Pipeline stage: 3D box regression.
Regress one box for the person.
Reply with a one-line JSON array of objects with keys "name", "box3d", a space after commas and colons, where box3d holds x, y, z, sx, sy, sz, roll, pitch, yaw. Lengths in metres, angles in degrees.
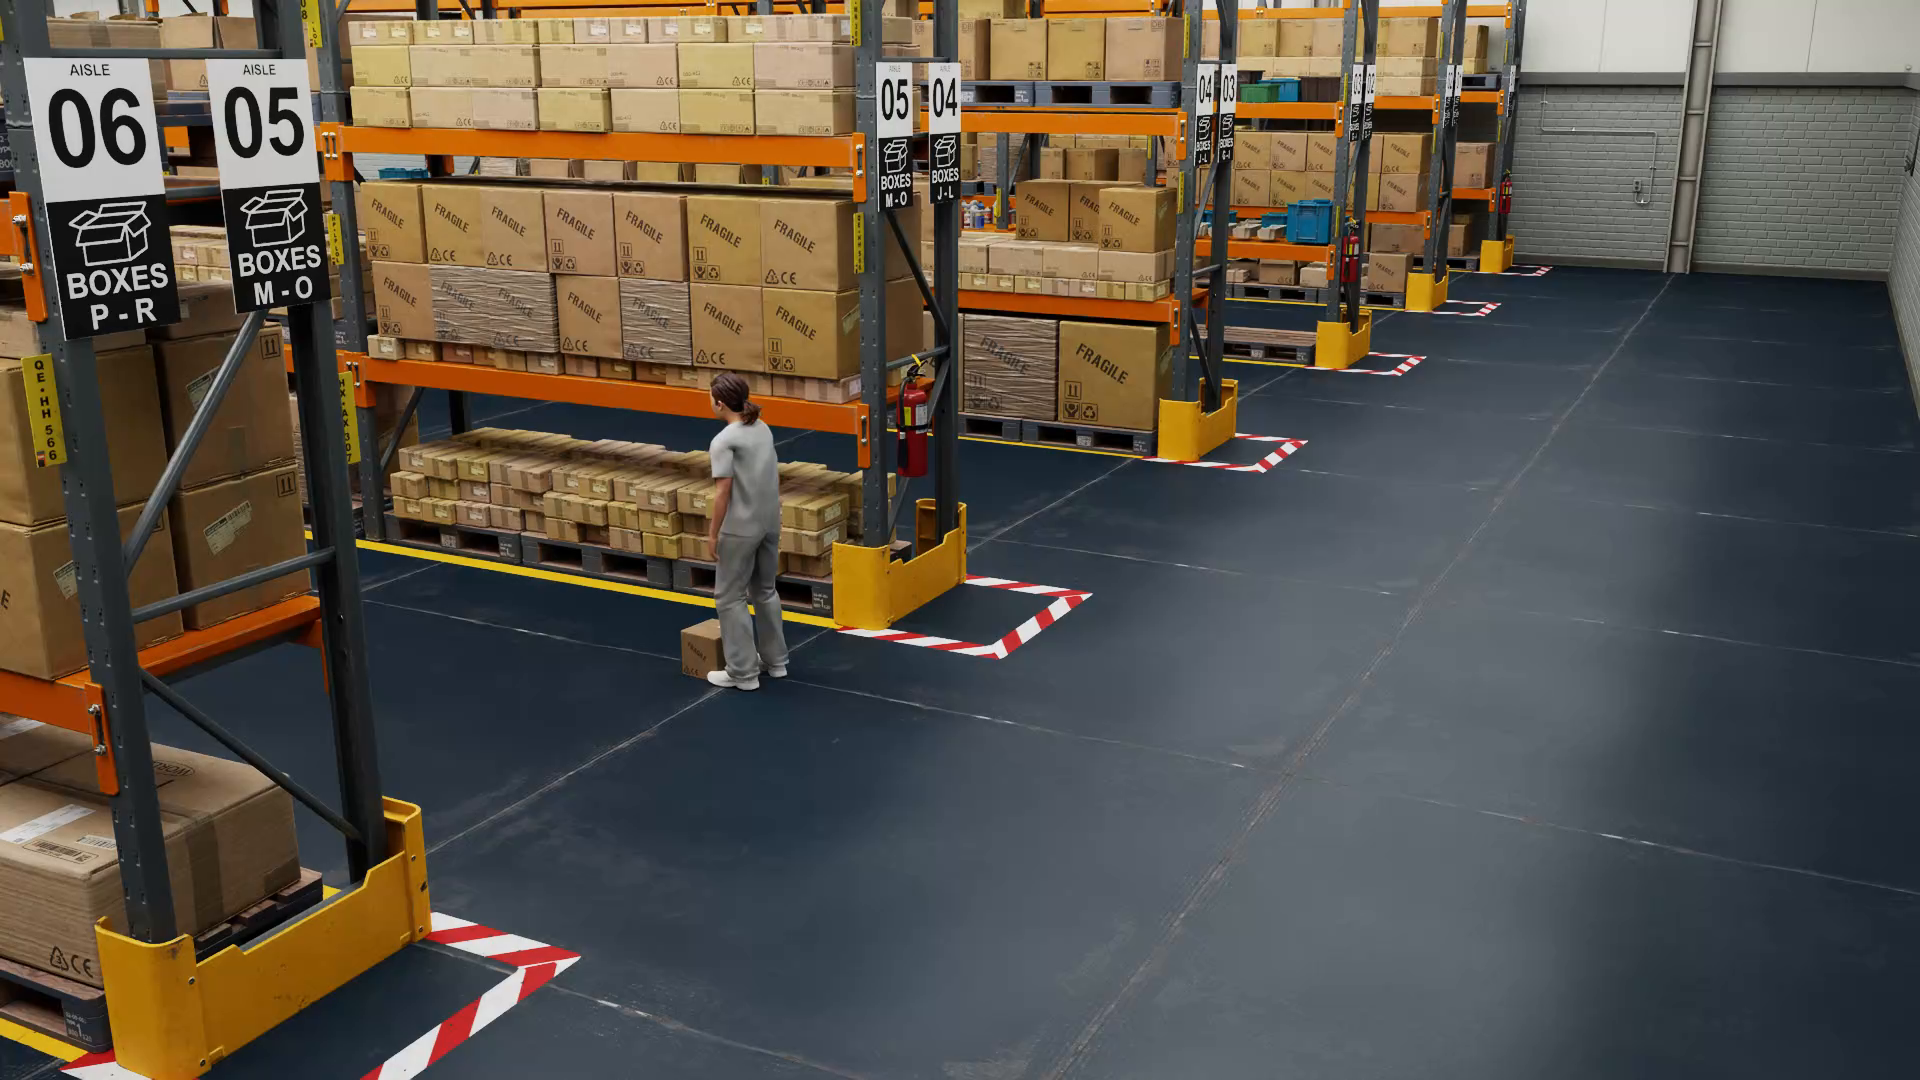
[{"name": "person", "box3d": [-1.127, -0.049, 8.704, 0.358, 1.673, 0.492, 11, 19, 33]}]
